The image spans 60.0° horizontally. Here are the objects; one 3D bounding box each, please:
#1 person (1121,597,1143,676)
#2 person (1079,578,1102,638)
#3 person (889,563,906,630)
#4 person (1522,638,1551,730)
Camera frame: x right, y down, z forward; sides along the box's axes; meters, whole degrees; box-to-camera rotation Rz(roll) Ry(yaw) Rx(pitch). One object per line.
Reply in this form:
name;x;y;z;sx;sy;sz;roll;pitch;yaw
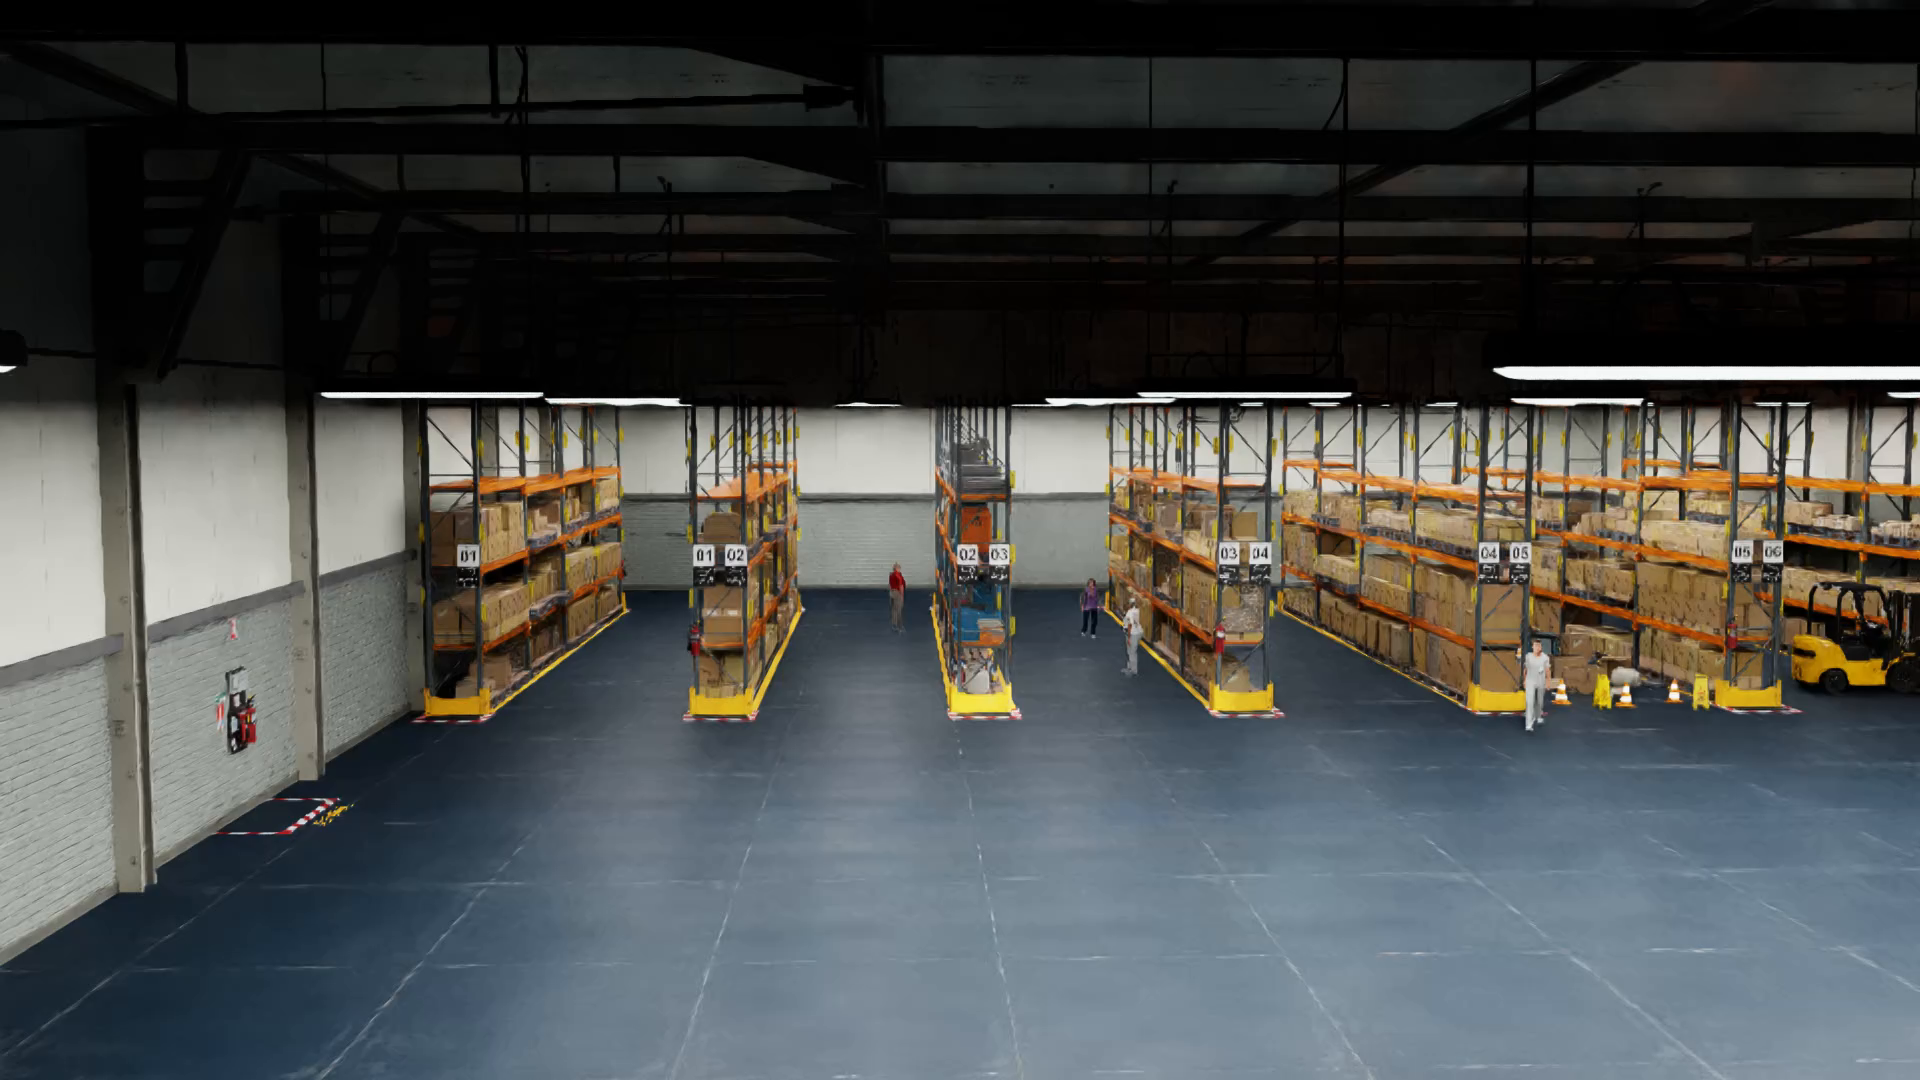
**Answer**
person;3.677;2.067;35.828;0.478;1.667;0.523;2;5;28
person;3.247;1.696;41.493;0.566;1.541;0.519;0;5;-5
person;-1.596;1.455;43.122;0.457;1.733;0.593;-3;5;-33
person;10.337;2.562;29.818;0.465;1.621;0.926;1;5;14
